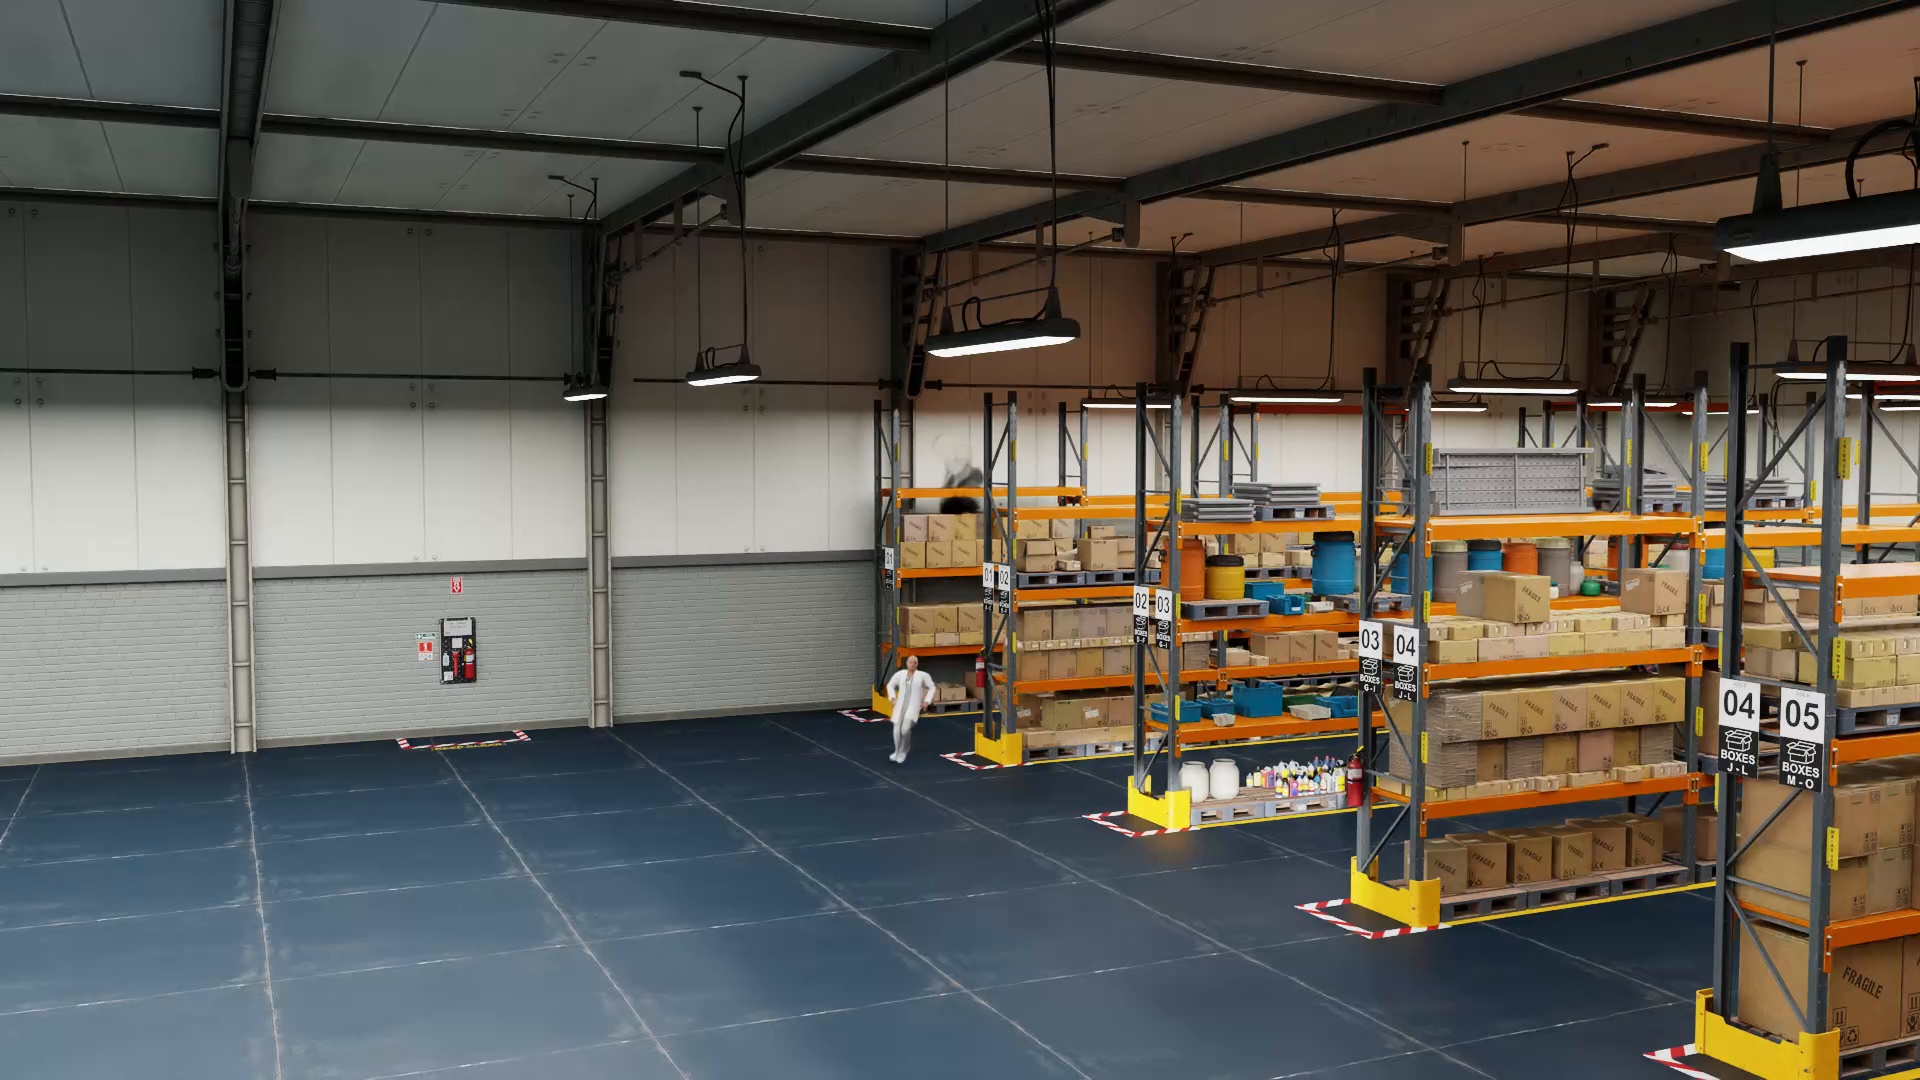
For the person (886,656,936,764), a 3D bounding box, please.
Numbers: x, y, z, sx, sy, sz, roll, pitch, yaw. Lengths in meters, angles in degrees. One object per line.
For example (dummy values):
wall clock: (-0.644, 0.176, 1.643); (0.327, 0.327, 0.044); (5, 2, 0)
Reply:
person: (-0.823, 2.739, 26.884); (0.774, 1.751, 0.672); (1, 3, 16)
